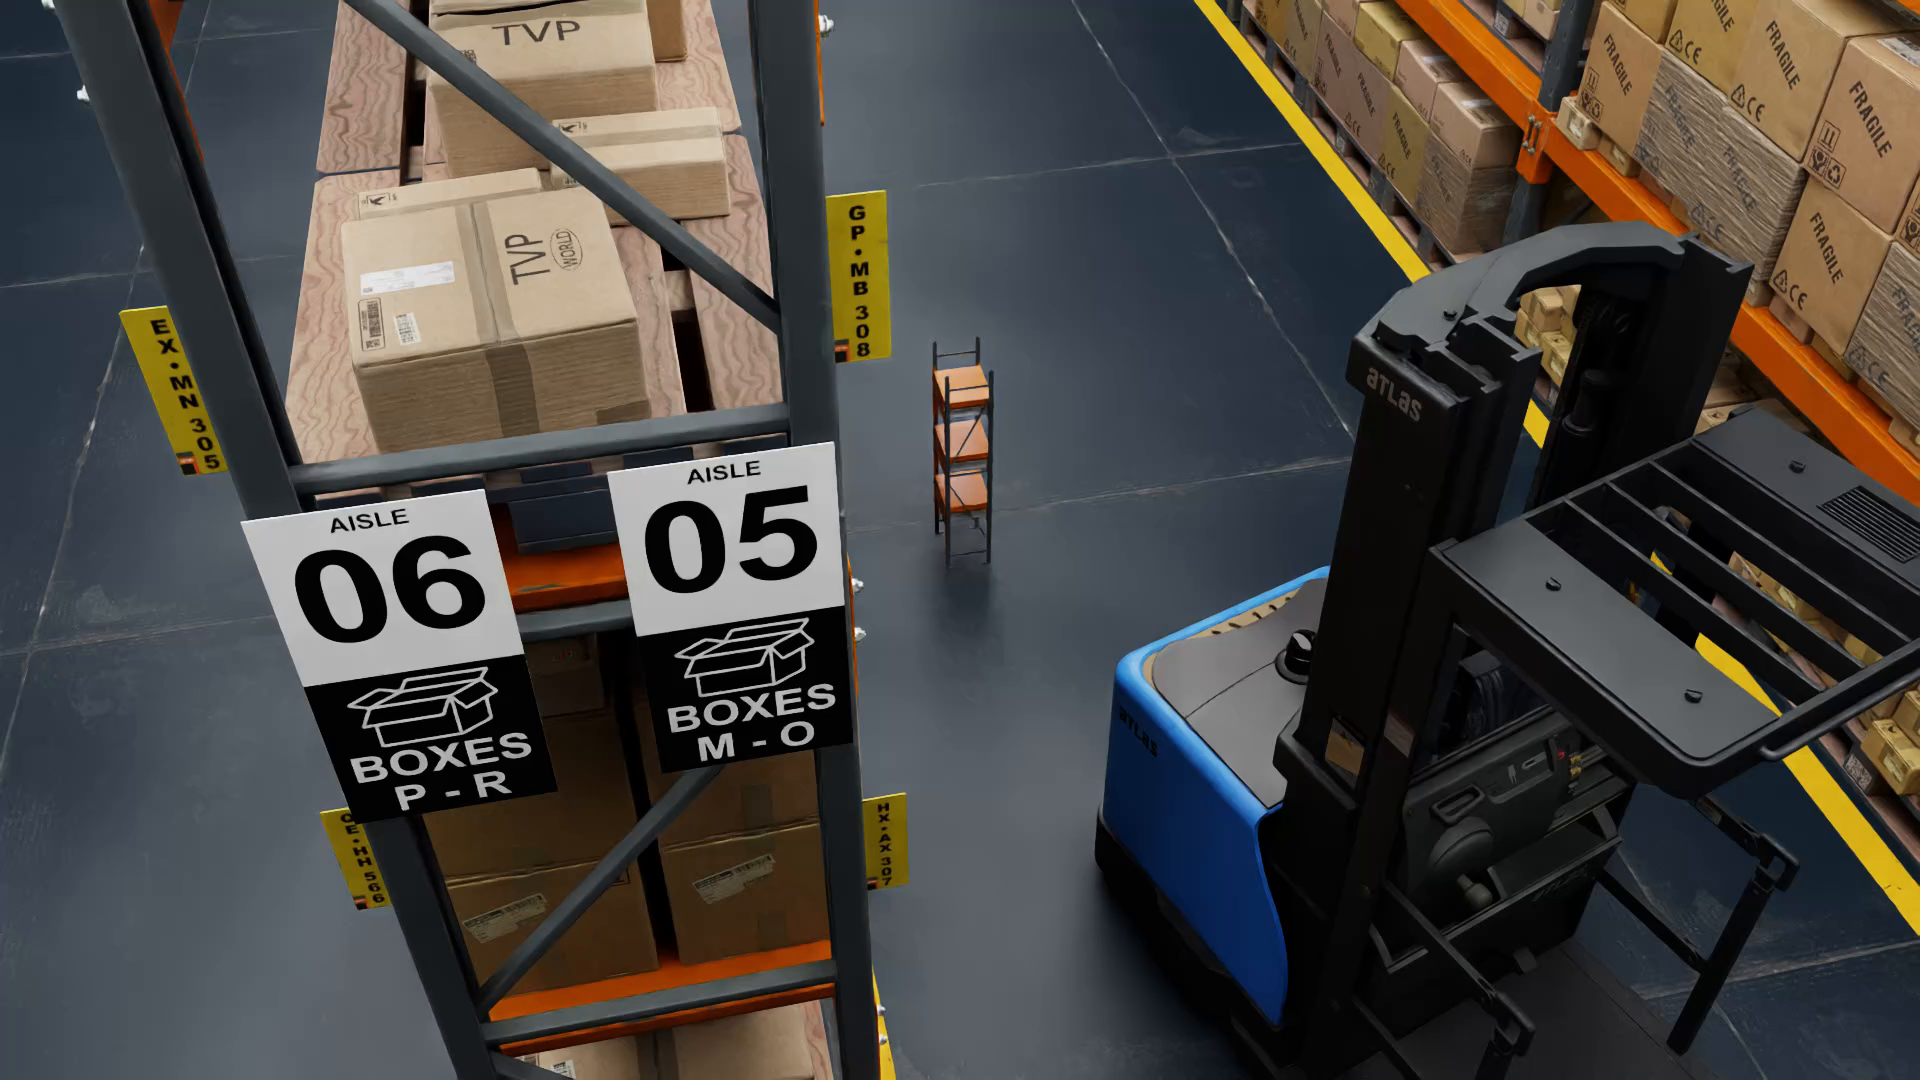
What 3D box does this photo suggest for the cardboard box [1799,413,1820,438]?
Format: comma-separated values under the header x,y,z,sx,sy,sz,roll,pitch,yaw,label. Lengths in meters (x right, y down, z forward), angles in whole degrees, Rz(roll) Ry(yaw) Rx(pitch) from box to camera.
x,y,z,sx,sy,sz,roll,pitch,yaw,label
3.921,-0.534,7.257,0.380,0.149,0.250,-10,43,-11,cardboard box

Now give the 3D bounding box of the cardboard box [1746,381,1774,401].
x,y,z,sx,sy,sz,roll,pitch,yaw,label
3.793,-0.609,7.565,0.380,0.149,0.250,-7,42,-8,cardboard box

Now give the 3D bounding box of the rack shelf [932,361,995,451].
x,y,z,sx,sy,sz,roll,pitch,yaw,label
0.012,-0.562,6.963,0.215,0.259,0.240,-8,42,-9,rack shelf

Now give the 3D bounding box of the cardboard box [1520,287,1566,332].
x,y,z,sx,sy,sz,roll,pitch,yaw,label
3.002,-1.171,8.198,0.380,0.149,0.250,-7,42,-7,cardboard box

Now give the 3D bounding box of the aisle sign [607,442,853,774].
x,y,z,sx,sy,sz,roll,pitch,yaw,label
-0.413,0.151,3.144,0.394,0.787,0.004,-8,42,-9,aisle sign

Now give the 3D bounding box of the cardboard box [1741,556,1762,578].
x,y,z,sx,sy,sz,roll,pitch,yaw,label
3.432,0.001,6.878,0.380,0.149,0.250,-6,42,-7,cardboard box

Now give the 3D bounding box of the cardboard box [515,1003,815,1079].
x,y,z,sx,sy,sz,roll,pitch,yaw,label
-0.952,1.506,5.189,0.875,0.438,0.875,-10,43,-11,cardboard box

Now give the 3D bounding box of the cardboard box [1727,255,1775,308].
x,y,z,sx,sy,sz,roll,pitch,yaw,label
3.310,-1.078,6.676,0.380,0.149,0.250,-7,42,-7,cardboard box

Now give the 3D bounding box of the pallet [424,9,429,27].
x,y,z,sx,sy,sz,roll,pitch,yaw,label
-1.409,-2.031,5.368,1.003,0.211,1.213,-8,42,-9,pallet

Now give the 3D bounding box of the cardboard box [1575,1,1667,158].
x,y,z,sx,sy,sz,roll,pitch,yaw,label
3.097,-2.041,7.272,0.500,0.500,0.500,-9,42,-10,cardboard box

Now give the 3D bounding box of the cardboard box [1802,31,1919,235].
x,y,z,sx,sy,sz,roll,pitch,yaw,label
3.411,-1.447,5.849,0.500,0.500,0.500,-10,43,-11,cardboard box

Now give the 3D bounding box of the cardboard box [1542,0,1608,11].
x,y,z,sx,sy,sz,roll,pitch,yaw,label
2.958,-2.653,7.910,0.380,0.149,0.250,-7,42,-8,cardboard box

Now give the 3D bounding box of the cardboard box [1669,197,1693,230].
x,y,z,sx,sy,sz,roll,pitch,yaw,label
3.268,-1.426,7.068,0.380,0.149,0.250,-10,43,-11,cardboard box

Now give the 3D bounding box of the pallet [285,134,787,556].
x,y,z,sx,sy,sz,roll,pitch,yaw,label
-0.882,-0.450,3.586,1.003,0.211,1.213,-8,42,-9,pallet

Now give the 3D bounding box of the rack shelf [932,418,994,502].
x,y,z,sx,sy,sz,roll,pitch,yaw,label
0.012,-0.350,7.151,0.215,0.259,0.240,-8,42,-9,rack shelf

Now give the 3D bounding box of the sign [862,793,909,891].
x,y,z,sx,sy,sz,roll,pitch,yaw,label
-0.168,0.689,3.784,0.100,0.325,0.005,-8,42,-9,sign

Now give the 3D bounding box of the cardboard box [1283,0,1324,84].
x,y,z,sx,sy,sz,roll,pitch,yaw,label
2.389,-3.244,10.493,0.500,0.500,0.500,-8,42,-9,cardboard box

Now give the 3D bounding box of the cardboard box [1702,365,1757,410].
x,y,z,sx,sy,sz,roll,pitch,yaw,label
3.267,-0.623,7.357,0.380,0.149,0.250,-7,42,-8,cardboard box

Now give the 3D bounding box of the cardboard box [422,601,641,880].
x,y,z,sx,sy,sz,roll,pitch,yaw,label
-1.048,0.429,3.961,0.500,0.500,0.500,-7,42,-8,cardboard box

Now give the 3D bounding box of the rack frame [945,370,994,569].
x,y,z,sx,sy,sz,roll,pitch,yaw,label
0.038,-0.279,7.055,0.200,1.050,0.008,-8,42,-9,rack frame

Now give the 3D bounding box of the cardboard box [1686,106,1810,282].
x,y,z,sx,sy,sz,roll,pitch,yaw,label
3.285,-1.389,6.538,0.500,0.500,0.500,-9,42,-10,cardboard box

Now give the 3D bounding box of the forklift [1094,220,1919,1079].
x,y,z,sx,sy,sz,roll,pitch,yaw,label
1.680,0.777,4.448,1.130,2.935,3.031,-22,46,-22,forklift

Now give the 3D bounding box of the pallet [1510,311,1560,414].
x,y,z,sx,sy,sz,roll,pitch,yaw,label
3.416,-0.776,8.247,1.003,0.211,1.213,-8,42,-9,pallet

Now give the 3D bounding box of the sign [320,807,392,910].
x,y,z,sx,sy,sz,roll,pitch,yaw,label
-1.244,0.665,3.472,0.100,0.325,0.005,-8,42,-9,sign

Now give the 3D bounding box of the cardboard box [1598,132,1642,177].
x,y,z,sx,sy,sz,roll,pitch,yaw,label
3.106,-1.768,7.453,0.380,0.149,0.250,-7,42,-8,cardboard box

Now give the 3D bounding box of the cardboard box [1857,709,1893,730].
x,y,z,sx,sy,sz,roll,pitch,yaw,label
3.655,0.606,6.421,0.380,0.149,0.250,-9,42,-9,cardboard box

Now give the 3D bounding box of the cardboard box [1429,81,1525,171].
x,y,z,sx,sy,sz,roll,pitch,yaw,label
2.829,-2.199,8.751,0.500,0.250,0.500,-9,42,-10,cardboard box

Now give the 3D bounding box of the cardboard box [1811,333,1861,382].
x,y,z,sx,sy,sz,roll,pitch,yaw,label
3.488,-0.751,6.307,0.380,0.149,0.250,-8,42,-9,cardboard box

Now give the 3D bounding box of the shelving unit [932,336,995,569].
x,y,z,sx,sy,sz,roll,pitch,yaw,label
0.012,-0.358,7.144,0.215,1.050,0.252,-8,42,-9,shelving unit

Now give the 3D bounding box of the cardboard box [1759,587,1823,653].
x,y,z,sx,sy,sz,roll,pitch,yaw,label
3.473,0.291,6.776,0.380,0.149,0.250,-10,43,-11,cardboard box

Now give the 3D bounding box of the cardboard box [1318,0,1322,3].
x,y,z,sx,sy,sz,roll,pitch,yaw,label
2.395,-3.534,10.256,0.500,0.250,0.500,-9,42,-10,cardboard box

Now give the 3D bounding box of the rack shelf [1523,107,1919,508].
x,y,z,sx,sy,sz,roll,pitch,yaw,label
3.668,-0.684,6.584,1.077,0.370,4.000,-8,42,-9,rack shelf

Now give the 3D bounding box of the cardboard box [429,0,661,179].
x,y,z,sx,sy,sz,roll,pitch,yaw,label
-0.986,-1.142,3.975,0.500,0.311,0.500,-8,42,-9,cardboard box

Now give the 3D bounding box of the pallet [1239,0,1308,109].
x,y,z,sx,sy,sz,roll,pitch,yaw,label
2.540,-3.293,11.082,1.003,0.211,1.213,-8,42,-9,pallet

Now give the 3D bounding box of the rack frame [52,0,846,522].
x,y,z,sx,sy,sz,roll,pitch,yaw,label
-0.712,-1.125,2.021,1.000,3.000,0.127,-8,42,-9,rack frame

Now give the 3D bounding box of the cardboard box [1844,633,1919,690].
x,y,z,sx,sy,sz,roll,pitch,yaw,label
3.560,0.403,6.202,0.380,0.149,0.250,-9,42,-10,cardboard box

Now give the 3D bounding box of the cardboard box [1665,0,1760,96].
x,y,z,sx,sy,sz,roll,pitch,yaw,label
3.223,-2.111,6.597,0.500,0.500,0.500,-10,42,-11,cardboard box

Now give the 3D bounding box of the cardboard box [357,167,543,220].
x,y,z,sx,sy,sz,roll,pitch,yaw,label
-1.065,-0.643,3.535,0.380,0.149,0.250,-11,43,-13,cardboard box

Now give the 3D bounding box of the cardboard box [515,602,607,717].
x,y,z,sx,sy,sz,roll,pitch,yaw,label
-0.985,0.260,3.662,0.380,0.149,0.250,-8,42,-9,cardboard box

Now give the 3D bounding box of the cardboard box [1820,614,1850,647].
x,y,z,sx,sy,sz,roll,pitch,yaw,label
3.636,0.315,6.525,0.380,0.149,0.250,-9,42,-10,cardboard box

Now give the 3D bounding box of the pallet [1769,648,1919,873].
x,y,z,sx,sy,sz,roll,pitch,yaw,label
3.943,0.805,6.465,1.003,0.211,1.213,-8,42,-9,pallet

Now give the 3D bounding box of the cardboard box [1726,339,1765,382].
x,y,z,sx,sy,sz,roll,pitch,yaw,label
3.702,-0.870,7.635,0.380,0.149,0.250,-7,42,-8,cardboard box

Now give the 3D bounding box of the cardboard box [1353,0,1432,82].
x,y,z,sx,sy,sz,roll,pitch,yaw,label
2.603,-2.874,9.512,0.500,0.250,0.500,-10,43,-11,cardboard box

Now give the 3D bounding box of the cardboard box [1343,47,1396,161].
x,y,z,sx,sy,sz,roll,pitch,yaw,label
2.614,-2.581,9.746,0.500,0.500,0.500,-9,42,-10,cardboard box

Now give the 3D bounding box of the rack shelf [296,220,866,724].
x,y,z,sx,sy,sz,roll,pitch,yaw,label
-1.143,-1.031,4.716,1.077,0.370,4.000,-8,42,-9,rack shelf

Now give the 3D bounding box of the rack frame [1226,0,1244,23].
x,y,z,sx,sy,sz,roll,pitch,yaw,label
2.373,-4.842,10.727,1.000,3.000,0.127,-8,42,-9,rack frame

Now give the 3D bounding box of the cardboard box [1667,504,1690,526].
x,y,z,sx,sy,sz,roll,pitch,yaw,label
3.321,-0.223,7.354,0.380,0.149,0.250,-9,42,-10,cardboard box

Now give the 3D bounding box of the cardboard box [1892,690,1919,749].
x,y,z,sx,sy,sz,roll,pitch,yaw,label
3.704,0.663,6.132,0.380,0.149,0.250,-9,42,-10,cardboard box

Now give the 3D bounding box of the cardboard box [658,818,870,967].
x,y,z,sx,sy,sz,roll,pitch,yaw,label
-0.535,0.729,4.376,0.500,0.500,0.500,-9,42,-10,cardboard box

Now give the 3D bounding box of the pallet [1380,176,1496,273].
x,y,z,sx,sy,sz,roll,pitch,yaw,label
3.067,-1.711,9.300,1.003,0.211,1.213,-8,42,-9,pallet

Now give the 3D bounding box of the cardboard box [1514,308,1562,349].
x,y,z,sx,sy,sz,roll,pitch,yaw,label
3.001,-1.058,8.295,0.380,0.149,0.250,-10,43,-11,cardboard box

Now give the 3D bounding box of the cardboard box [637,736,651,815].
x,y,z,sx,sy,sz,roll,pitch,yaw,label
-1.168,0.479,4.658,0.500,0.500,0.500,-9,42,-10,cardboard box

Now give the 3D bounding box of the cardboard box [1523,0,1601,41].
x,y,z,sx,sy,sz,roll,pitch,yaw,label
2.958,-2.541,8.008,0.380,0.149,0.250,-9,42,-10,cardboard box

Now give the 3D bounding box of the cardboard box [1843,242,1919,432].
x,y,z,sx,sy,sz,roll,pitch,yaw,label
3.527,-0.721,5.785,0.500,0.500,0.500,-8,42,-9,cardboard box

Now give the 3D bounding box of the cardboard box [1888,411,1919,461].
x,y,z,sx,sy,sz,roll,pitch,yaw,label
3.562,-0.397,5.909,0.380,0.149,0.250,-10,43,-11,cardboard box

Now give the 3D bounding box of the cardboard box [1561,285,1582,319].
x,y,z,sx,sy,sz,roll,pitch,yaw,label
3.110,-1.123,7.920,0.380,0.149,0.250,-6,42,-7,cardboard box

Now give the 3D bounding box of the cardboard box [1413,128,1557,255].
x,y,z,sx,sy,sz,roll,pitch,yaw,label
2.831,-1.915,8.996,0.500,0.500,0.500,-9,42,-10,cardboard box
